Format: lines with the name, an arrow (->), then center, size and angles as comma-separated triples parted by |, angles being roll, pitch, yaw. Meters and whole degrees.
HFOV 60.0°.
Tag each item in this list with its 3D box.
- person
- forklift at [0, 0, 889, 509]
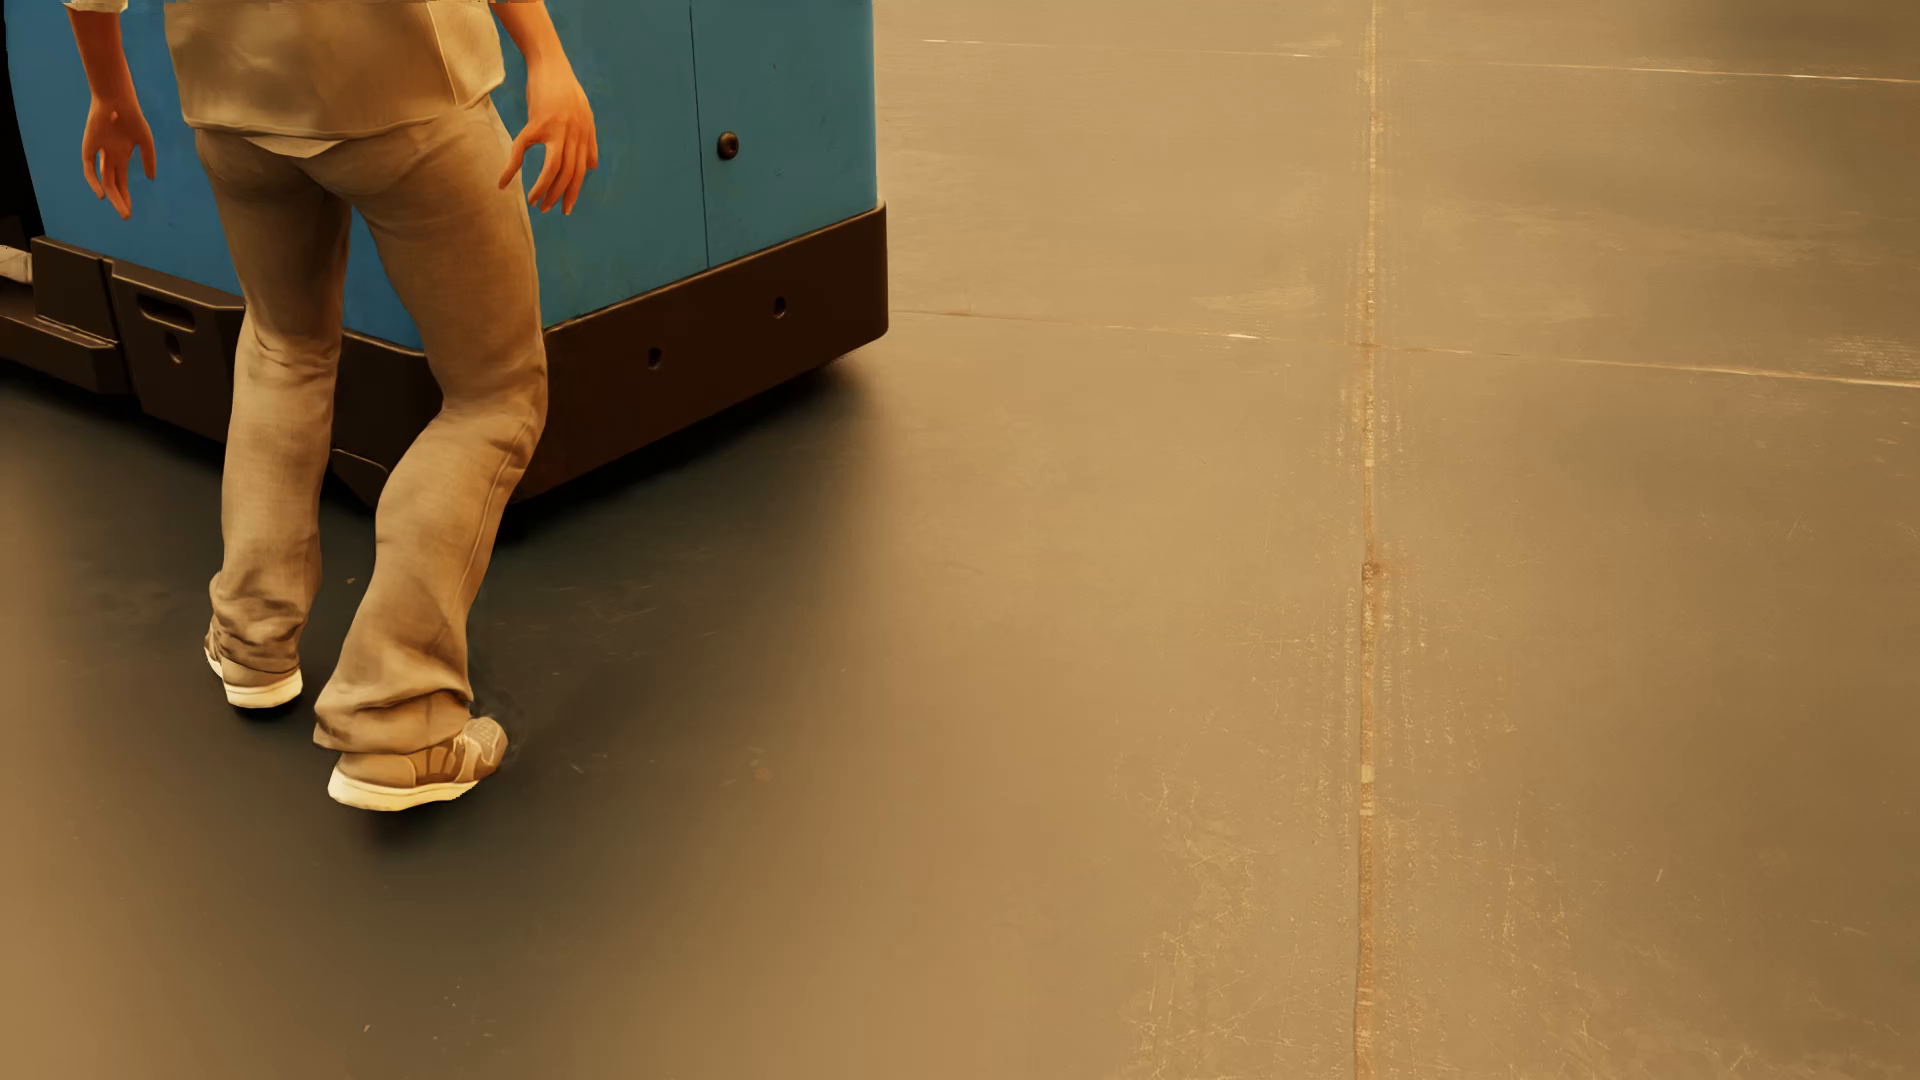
person -> -0.685, -0.439, 1.714 | 0.747, 1.548, 0.440 | 12, 29, 22
forklift -> -1.634, -1.852, 2.916 | 3.031, 2.935, 1.130 | 17, 32, 31
